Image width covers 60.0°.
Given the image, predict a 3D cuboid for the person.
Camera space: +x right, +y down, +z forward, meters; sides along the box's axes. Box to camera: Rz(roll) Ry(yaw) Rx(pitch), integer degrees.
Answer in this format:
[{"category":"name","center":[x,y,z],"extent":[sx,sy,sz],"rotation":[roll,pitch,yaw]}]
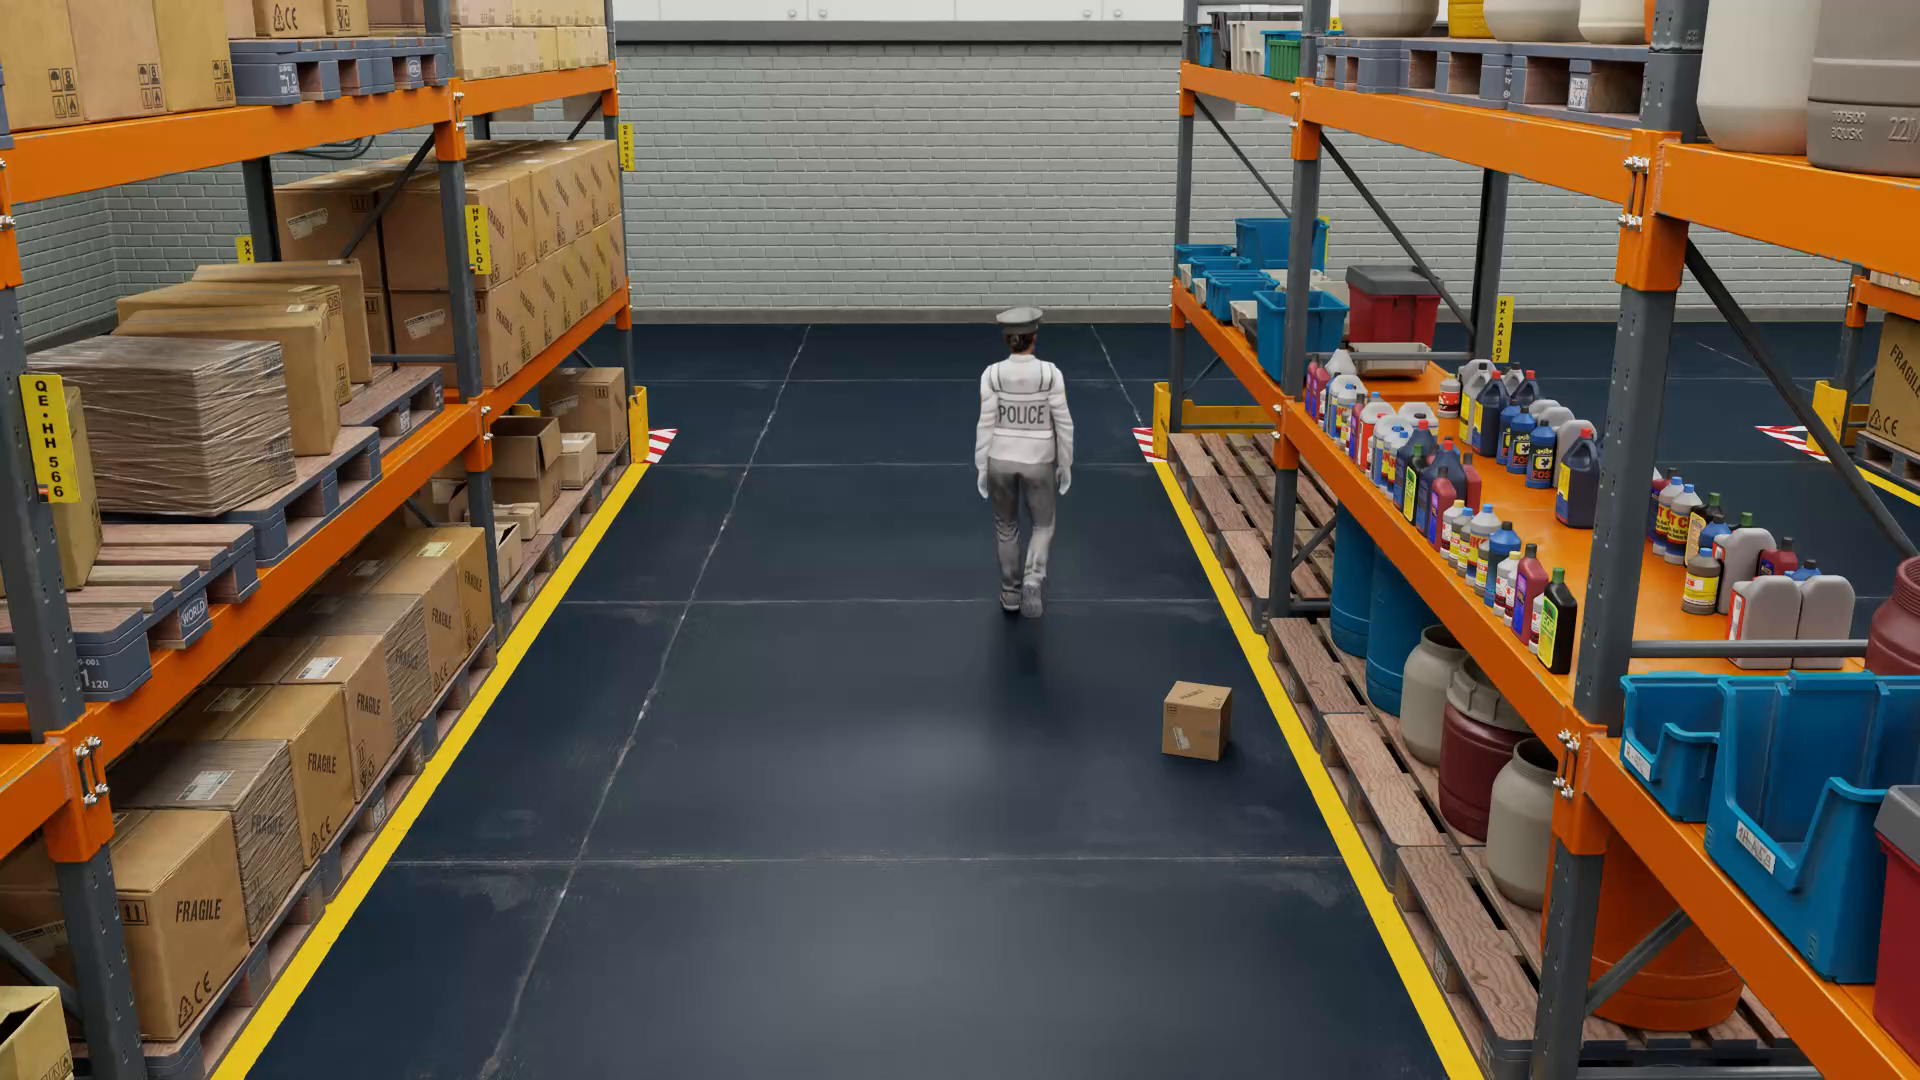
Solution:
[{"category":"person","center":[0.333,-0.379,8.695],"extent":[0.513,1.637,0.675],"rotation":[1,17,4]}]
